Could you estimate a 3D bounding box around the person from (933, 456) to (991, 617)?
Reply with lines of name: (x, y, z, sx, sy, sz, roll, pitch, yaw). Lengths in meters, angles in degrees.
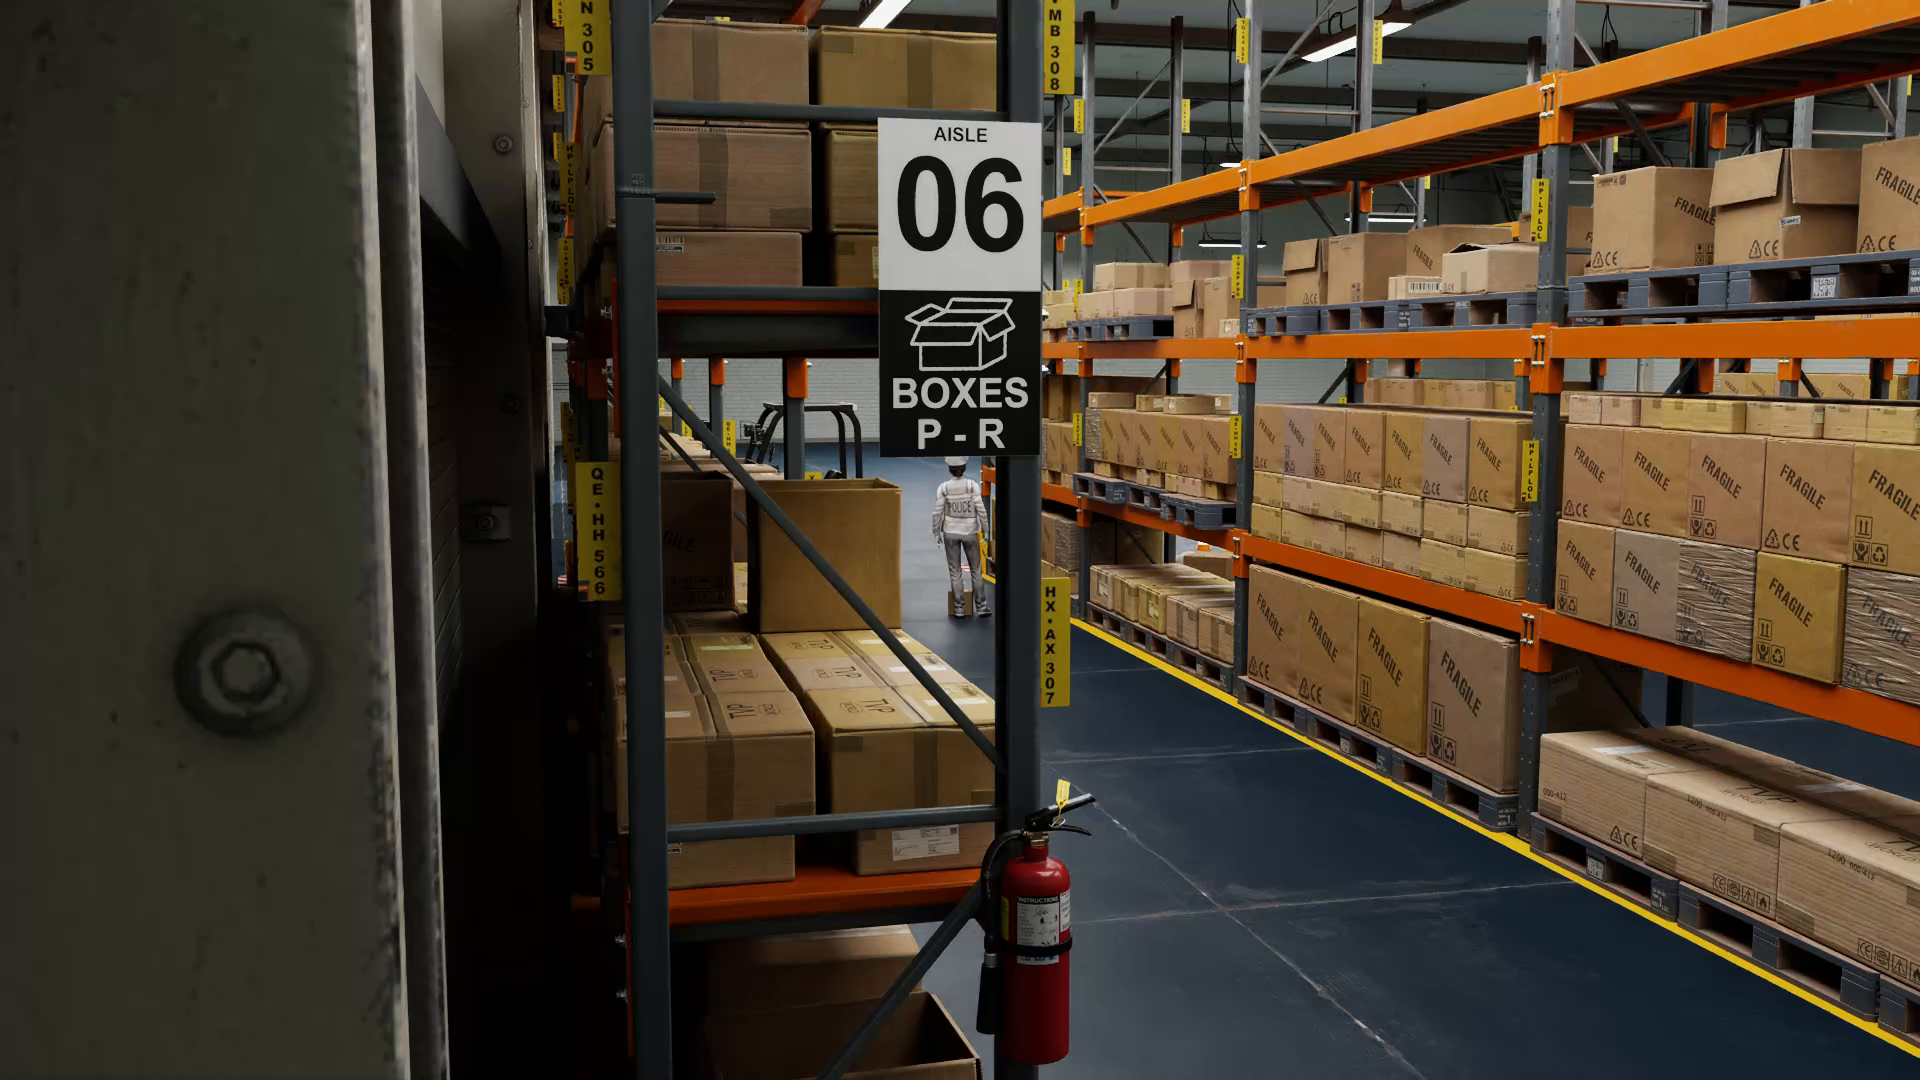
person: (0.017, -0.061, 17.008, 0.587, 1.696, 0.533, 1, 6, 5)
